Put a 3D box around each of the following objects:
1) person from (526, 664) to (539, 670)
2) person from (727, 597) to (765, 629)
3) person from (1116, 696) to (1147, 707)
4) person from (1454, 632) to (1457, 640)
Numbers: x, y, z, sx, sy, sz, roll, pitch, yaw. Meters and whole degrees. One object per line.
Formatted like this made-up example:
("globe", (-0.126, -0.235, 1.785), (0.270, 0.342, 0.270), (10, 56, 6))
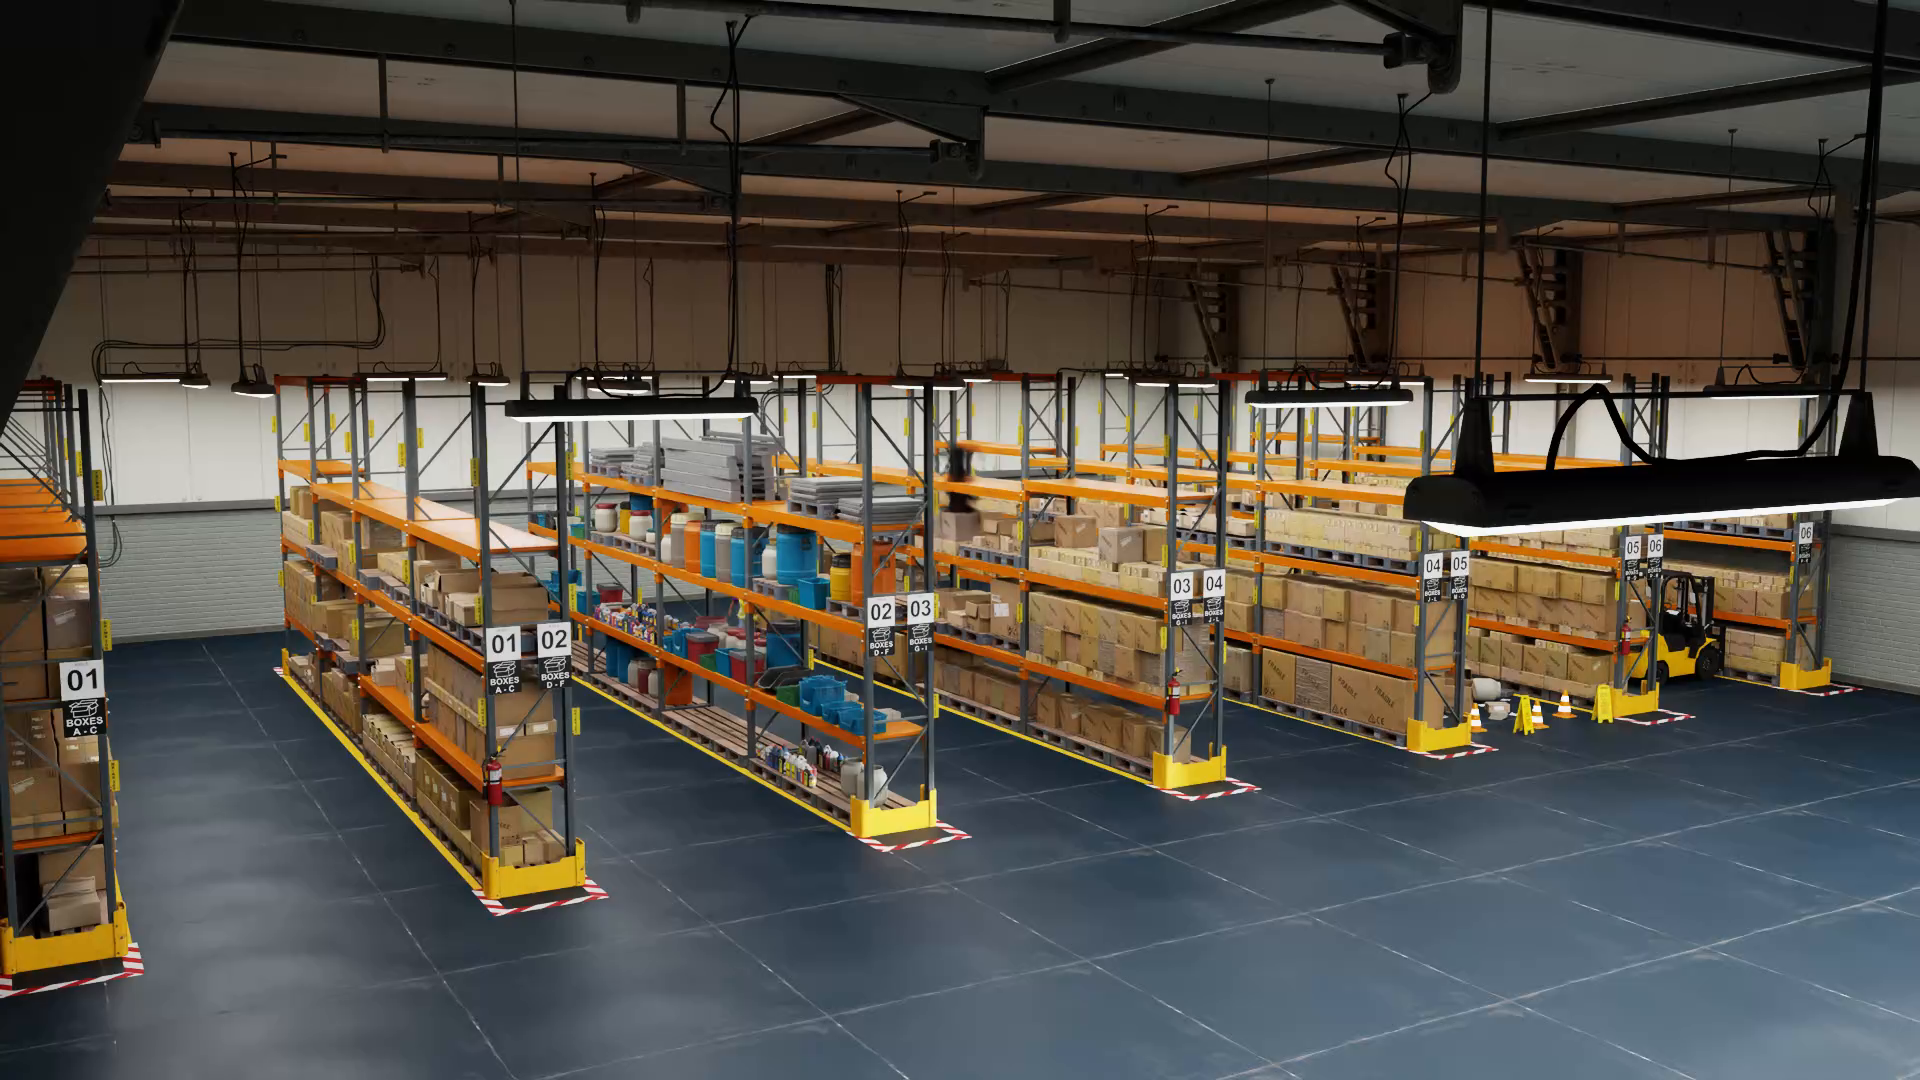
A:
("person", (-7.427, 2.400, 28.373), (0.547, 1.688, 0.699), (-6, 9, -45))
("person", (-4.548, 1.661, 35.341), (0.819, 1.689, 0.637), (-1, 6, -7))
("person", (3.291, 2.226, 30.436), (0.674, 1.590, 1.064), (-4, 7, -31))
("person", (10.735, 1.656, 35.823), (0.814, 1.541, 0.687), (6, 8, 42))
